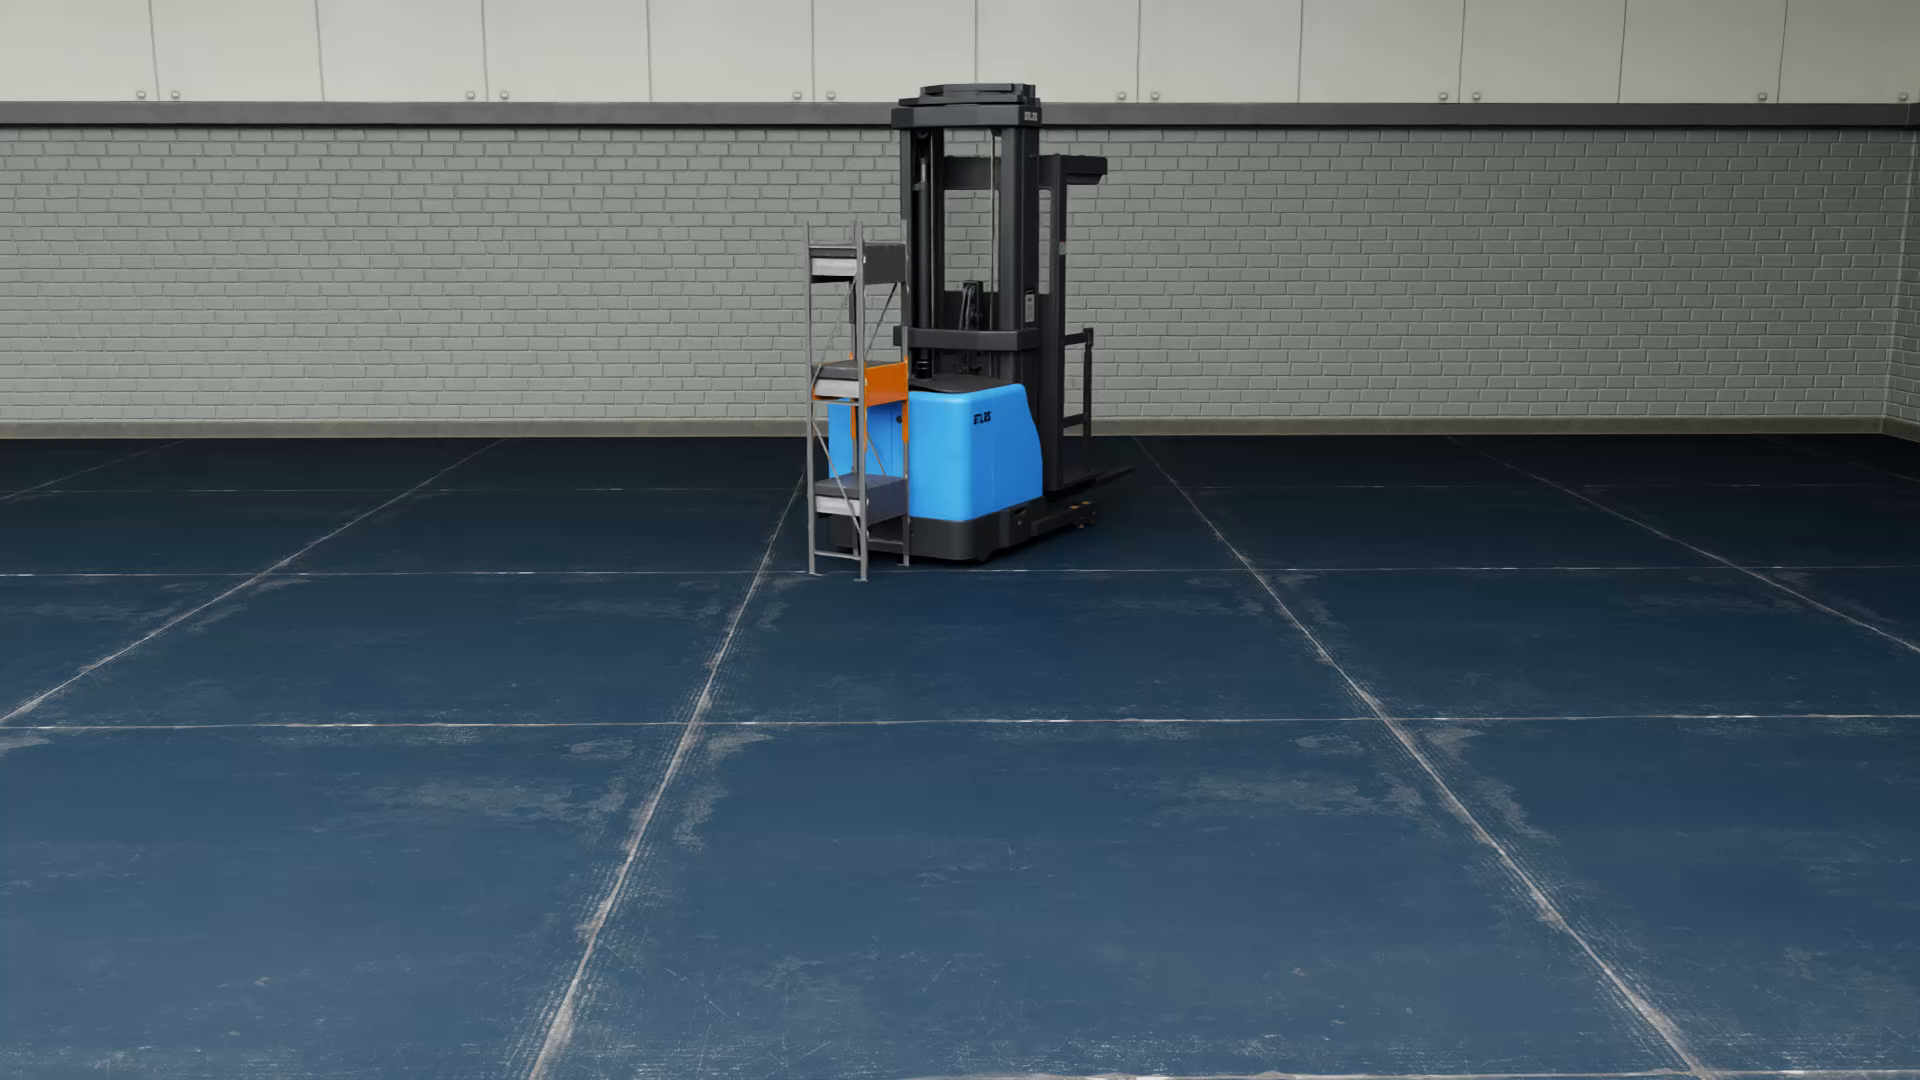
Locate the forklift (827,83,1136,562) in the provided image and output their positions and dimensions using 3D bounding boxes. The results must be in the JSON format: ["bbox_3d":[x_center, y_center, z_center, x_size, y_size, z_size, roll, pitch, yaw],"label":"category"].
[{"bbox_3d":[0.316,-1.549,11.321,1.130,2.935,3.031,6,13,29],"label":"forklift"}]

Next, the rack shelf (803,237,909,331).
[{"bbox_3d":[-0.608,-1.513,9.782,0.431,0.518,0.480,6,13,29],"label":"rack shelf"}]

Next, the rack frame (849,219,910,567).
[{"bbox_3d":[-0.489,-0.882,10.127,0.400,2.100,0.015,6,13,29],"label":"rack frame"}]

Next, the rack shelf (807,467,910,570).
[{"bbox_3d":[-0.608,-0.141,10.060,0.431,0.518,0.480,6,13,29],"label":"rack shelf"}]

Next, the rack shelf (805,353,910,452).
[{"bbox_3d":[-0.608,-0.827,9.921,0.431,0.518,0.480,6,13,29],"label":"rack shelf"}]

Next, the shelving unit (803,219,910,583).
[{"bbox_3d":[-0.608,-0.840,9.919,0.431,2.100,0.503,6,13,29],"label":"shelving unit"}]

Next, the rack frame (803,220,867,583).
[{"bbox_3d":[-0.727,-0.798,9.710,0.400,2.100,0.015,6,13,29],"label":"rack frame"}]
